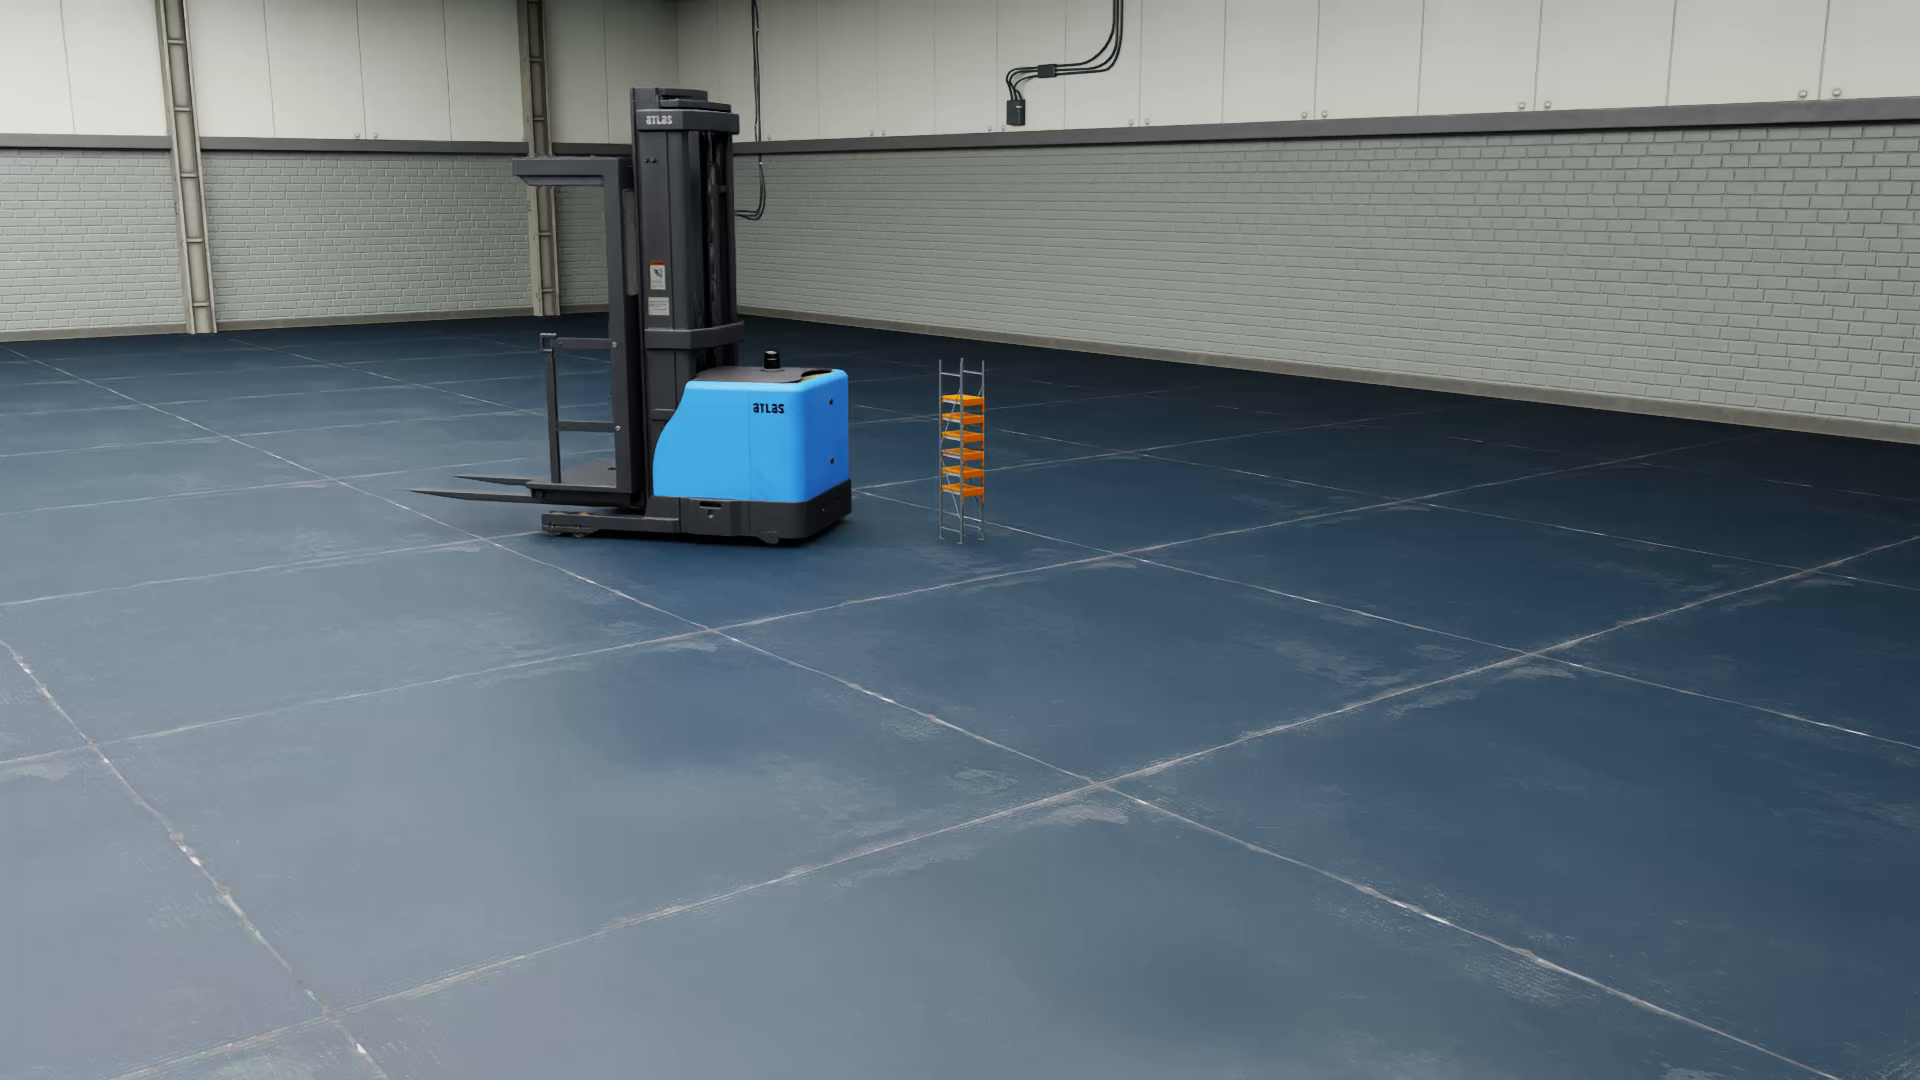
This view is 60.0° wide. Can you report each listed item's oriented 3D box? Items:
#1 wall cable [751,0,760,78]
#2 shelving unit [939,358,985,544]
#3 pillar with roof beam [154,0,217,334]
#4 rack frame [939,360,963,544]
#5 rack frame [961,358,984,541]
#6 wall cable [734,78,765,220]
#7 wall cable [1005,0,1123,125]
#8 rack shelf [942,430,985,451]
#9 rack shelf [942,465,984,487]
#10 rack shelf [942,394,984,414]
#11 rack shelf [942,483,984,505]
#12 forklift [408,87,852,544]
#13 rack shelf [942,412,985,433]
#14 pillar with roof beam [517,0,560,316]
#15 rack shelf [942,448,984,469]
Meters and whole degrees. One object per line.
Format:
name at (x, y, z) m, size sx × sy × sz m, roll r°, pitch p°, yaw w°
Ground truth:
wall cable at (-2.802, -9.228, 28.241) m, size 0.112 × 2.526 × 3.097 m, roll -9°, pitch 15°, yaw -38°
shelving unit at (0.011, -0.589, 11.013) m, size 0.189 × 1.200 × 0.258 m, roll -9°, pitch 15°, yaw -38°
pillar with roof beam at (-9.615, -7.071, 22.764) m, size 0.400 × 9.000 × 9.100 m, roll -9°, pitch 15°, yaw -38°
rack frame at (-0.060, -0.577, 10.957) m, size 0.006 × 1.200 × 0.240 m, roll -9°, pitch 15°, yaw -38°
rack frame at (0.083, -0.601, 11.069) m, size 0.006 × 1.200 × 0.240 m, roll -9°, pitch 15°, yaw -38°
wall cable at (-4.492, -7.197, 30.832) m, size 0.112 × 2.526 × 3.097 m, roll -9°, pitch 15°, yaw -38°
wall cable at (1.426, -8.837, 22.895) m, size 0.169 × 6.003 × 2.305 m, roll -9°, pitch 15°, yaw -38°
rack shelf at (0.011, -0.663, 10.997) m, size 0.180 × 0.103 × 0.258 m, roll -9°, pitch 15°, yaw -38°
rack shelf at (0.011, -0.428, 11.047) m, size 0.180 × 0.103 × 0.258 m, roll -9°, pitch 15°, yaw -38°
rack shelf at (0.011, -0.897, 10.947) m, size 0.180 × 0.103 × 0.258 m, roll -9°, pitch 15°, yaw -38°
rack shelf at (0.011, -0.311, 11.072) m, size 0.180 × 0.103 × 0.258 m, roll -9°, pitch 15°, yaw -38°
forklift at (-2.338, -1.552, 11.380) m, size 3.031 × 2.935 × 1.130 m, roll 3°, pitch 12°, yaw 15°
rack shelf at (0.011, -0.780, 10.972) m, size 0.180 × 0.103 × 0.258 m, roll -9°, pitch 15°, yaw -38°
pillar with roof beam at (-4.930, -7.850, 26.431) m, size 0.400 × 9.000 × 9.100 m, roll -9°, pitch 15°, yaw -38°
rack shelf at (0.011, -0.545, 11.022) m, size 0.180 × 0.103 × 0.258 m, roll -9°, pitch 15°, yaw -38°
